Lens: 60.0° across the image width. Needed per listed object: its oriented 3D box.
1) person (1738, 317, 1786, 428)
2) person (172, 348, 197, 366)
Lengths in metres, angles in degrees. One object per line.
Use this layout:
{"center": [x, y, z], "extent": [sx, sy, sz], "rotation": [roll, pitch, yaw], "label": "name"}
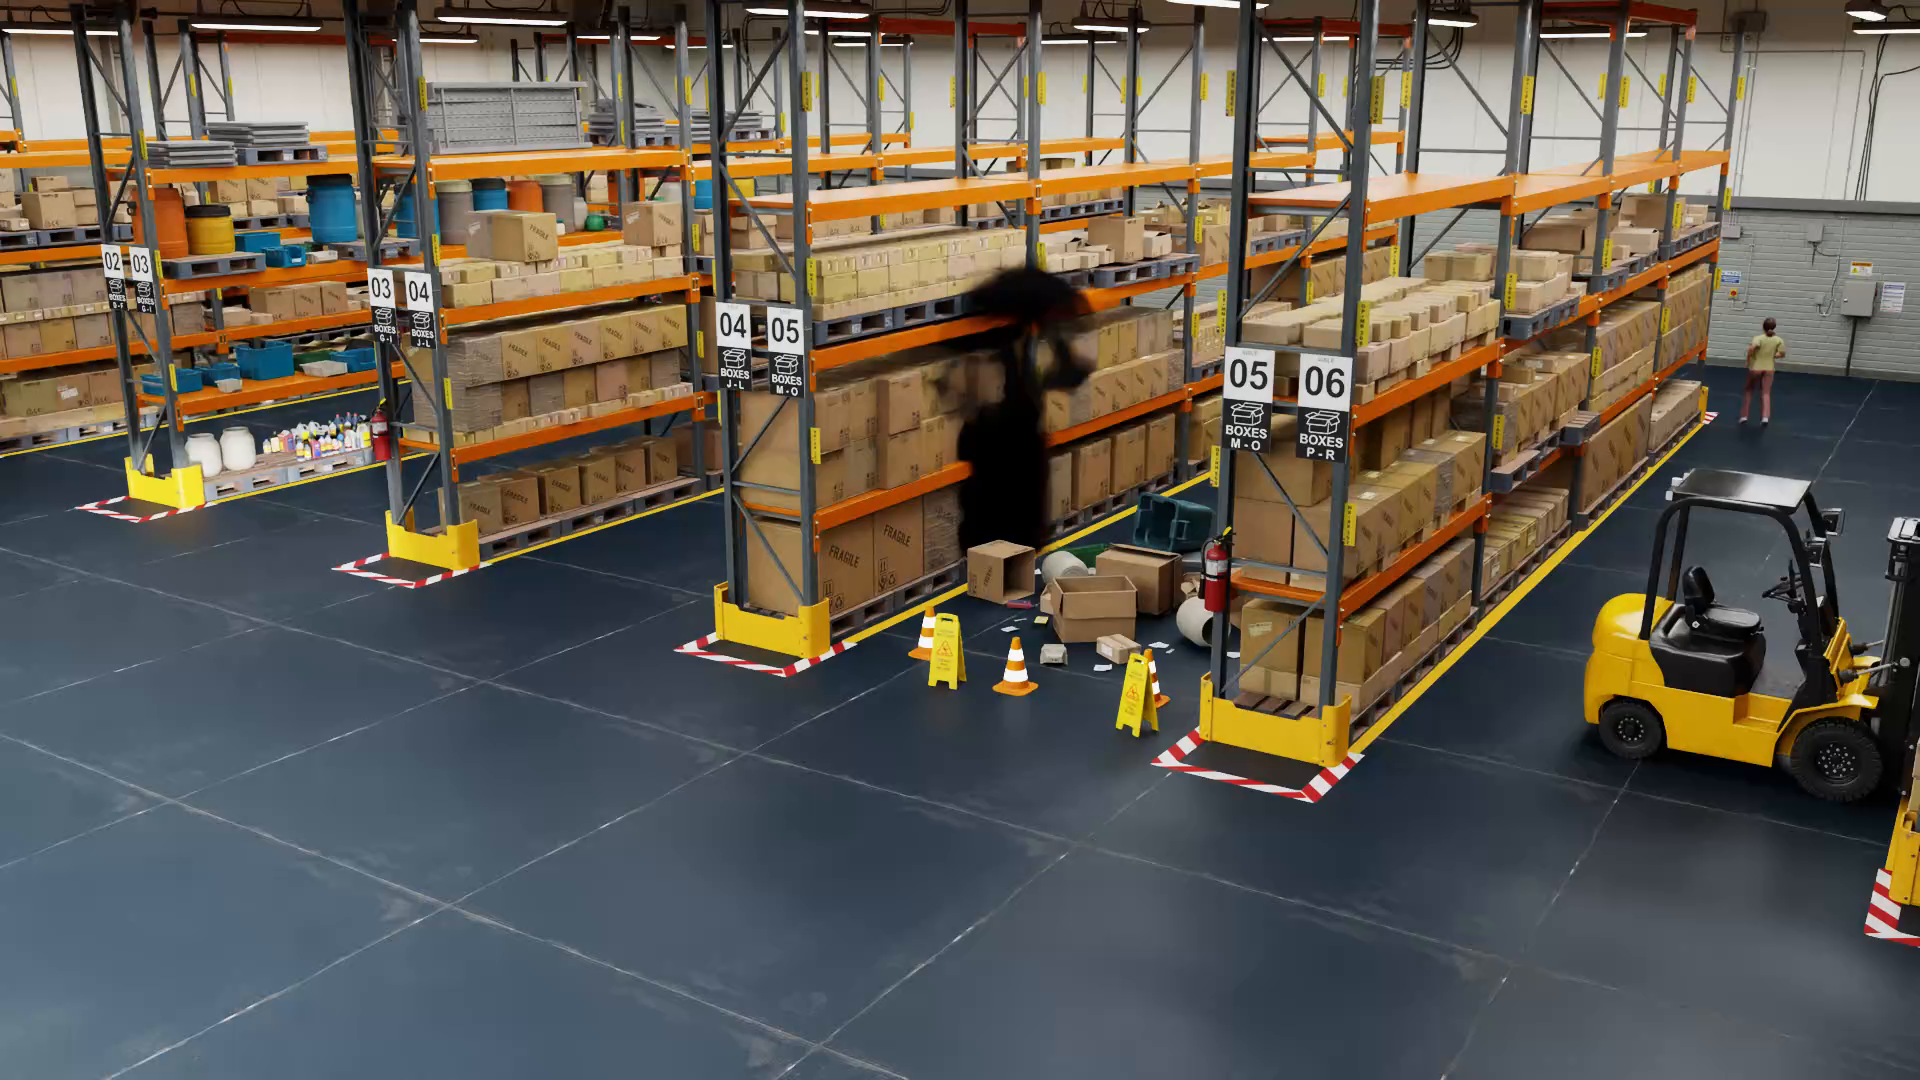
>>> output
{"center": [12.079, -2.487, 25.010], "extent": [0.579, 1.700, 0.901], "rotation": [4, 16, 13], "label": "person"}
{"center": [-13.607, -3.466, 28.868], "extent": [0.507, 1.539, 0.688], "rotation": [7, 17, 22], "label": "person"}
